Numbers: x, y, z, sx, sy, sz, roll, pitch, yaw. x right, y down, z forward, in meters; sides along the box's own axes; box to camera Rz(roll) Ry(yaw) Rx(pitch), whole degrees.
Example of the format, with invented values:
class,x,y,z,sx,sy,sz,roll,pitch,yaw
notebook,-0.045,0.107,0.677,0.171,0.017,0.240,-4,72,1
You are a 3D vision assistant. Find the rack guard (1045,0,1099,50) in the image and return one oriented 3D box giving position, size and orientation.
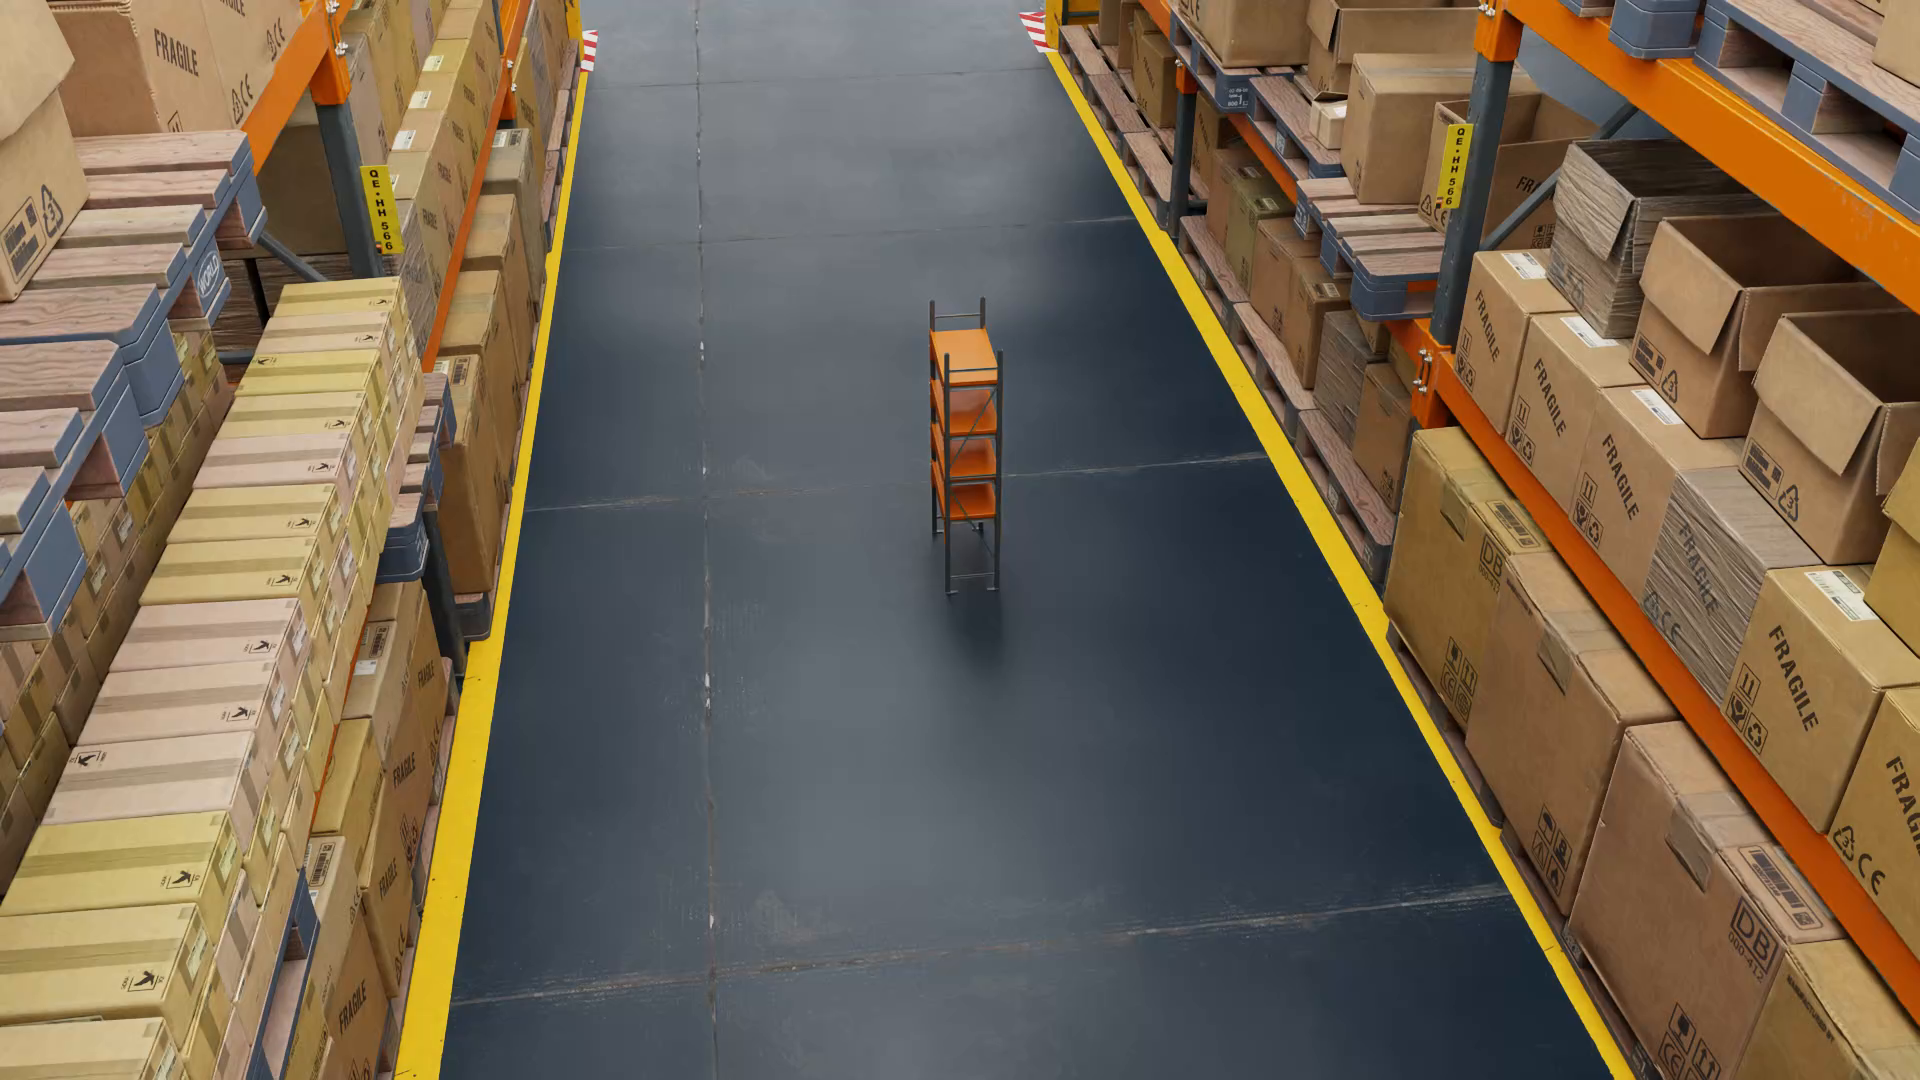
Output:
class,x,y,z,sx,sy,sz,roll,pitch,yaw
rack guard,1.302,-4.370,13.718,1.175,0.500,0.348,-4,35,-6

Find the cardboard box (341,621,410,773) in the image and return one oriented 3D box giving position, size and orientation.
class,x,y,z,sx,sy,sz,roll,pitch,yaw
cardboard box,-2.130,0.531,5.489,0.500,0.250,0.500,-4,34,-6

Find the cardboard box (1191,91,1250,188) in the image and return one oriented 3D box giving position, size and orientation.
class,x,y,z,sx,sy,sz,roll,pitch,yaw
cardboard box,1.816,-2.580,10.719,0.500,0.500,0.500,-5,35,-8

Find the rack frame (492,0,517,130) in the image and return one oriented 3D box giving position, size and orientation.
class,x,y,z,sx,sy,sz,roll,pitch,yaw
rack frame,-3.099,-2.894,9.333,1.000,3.000,0.127,-4,35,-6

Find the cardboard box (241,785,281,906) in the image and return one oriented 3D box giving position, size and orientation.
class,x,y,z,sx,sy,sz,roll,pitch,yaw
cardboard box,-1.727,0.689,3.661,0.380,0.149,0.250,-6,35,-8

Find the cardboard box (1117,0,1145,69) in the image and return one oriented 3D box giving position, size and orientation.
class,x,y,z,sx,sy,sz,roll,pitch,yaw
cardboard box,1.474,-3.905,12.664,0.500,0.500,0.500,4,35,6

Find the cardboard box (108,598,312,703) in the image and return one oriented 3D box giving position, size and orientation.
class,x,y,z,sx,sy,sz,roll,pitch,yaw
cardboard box,-1.795,0.279,3.999,0.380,0.149,0.250,-3,34,-5

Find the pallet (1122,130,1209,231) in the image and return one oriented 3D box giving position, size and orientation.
class,x,y,z,sx,sy,sz,roll,pitch,yaw
pallet,1.705,-2.433,11.133,1.003,0.211,1.213,-4,35,-6

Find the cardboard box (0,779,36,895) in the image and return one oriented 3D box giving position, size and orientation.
class,x,y,z,sx,sy,sz,roll,pitch,yaw
cardboard box,-2.416,0.715,3.887,0.380,0.149,0.250,-6,35,-8

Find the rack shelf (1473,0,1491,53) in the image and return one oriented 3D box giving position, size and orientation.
class,x,y,z,sx,sy,sz,roll,pitch,yaw
rack shelf,2.099,-3.039,7.522,1.077,0.370,4.000,-4,35,-6

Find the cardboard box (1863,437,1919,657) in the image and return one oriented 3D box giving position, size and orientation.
class,x,y,z,sx,sy,sz,roll,pitch,yaw
cardboard box,2.731,0.056,4.025,0.797,0.503,0.637,-4,34,-6

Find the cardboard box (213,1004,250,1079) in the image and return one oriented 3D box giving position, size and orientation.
class,x,y,z,sx,sy,sz,roll,pitch,yaw
cardboard box,-1.663,1.092,3.335,0.380,0.149,0.250,-4,34,-6

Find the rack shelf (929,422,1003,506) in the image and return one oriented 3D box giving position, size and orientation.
class,x,y,z,sx,sy,sz,roll,pitch,yaw
rack shelf,0.022,-0.348,7.314,0.258,0.148,0.480,-4,35,-6

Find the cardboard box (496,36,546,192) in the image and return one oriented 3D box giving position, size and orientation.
class,x,y,z,sx,sy,sz,roll,pitch,yaw
cardboard box,-3.114,-2.546,10.336,0.875,0.875,0.875,-4,34,-6

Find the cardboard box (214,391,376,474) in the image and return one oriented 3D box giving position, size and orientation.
class,x,y,z,sx,sy,sz,roll,pitch,yaw
cardboard box,-1.934,-0.303,4.853,0.380,0.149,0.250,-3,34,-5

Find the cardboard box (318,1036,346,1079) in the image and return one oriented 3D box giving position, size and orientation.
class,x,y,z,sx,sy,sz,roll,pitch,yaw
cardboard box,-1.932,1.702,4.435,0.500,0.500,0.500,-3,34,-4

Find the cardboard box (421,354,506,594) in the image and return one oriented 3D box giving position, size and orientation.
class,x,y,z,sx,sy,sz,roll,pitch,yaw
cardboard box,-2.553,-0.252,7.081,1.050,0.750,0.750,-5,35,-7

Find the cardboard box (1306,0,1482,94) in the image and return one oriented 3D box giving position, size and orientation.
class,x,y,z,sx,sy,sz,roll,pitch,yaw
cardboard box,2.155,-2.469,8.245,0.797,0.503,0.637,-1,34,-1

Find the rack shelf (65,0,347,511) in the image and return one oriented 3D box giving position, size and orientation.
class,x,y,z,sx,sy,sz,roll,pitch,yaw
rack shelf,-2.292,-0.488,3.778,1.077,0.370,4.000,-4,35,-6

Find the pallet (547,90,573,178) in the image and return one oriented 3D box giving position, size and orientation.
class,x,y,z,sx,sy,sz,roll,pitch,yaw
pallet,-3.291,-2.854,11.751,1.003,0.211,1.213,-4,35,-6

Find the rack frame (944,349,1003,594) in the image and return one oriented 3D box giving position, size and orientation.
class,x,y,z,sx,sy,sz,roll,pitch,yaw
rack frame,0.055,-0.267,7.077,0.240,1.200,0.015,-4,35,-6

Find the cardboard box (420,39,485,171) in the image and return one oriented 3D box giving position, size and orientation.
class,x,y,z,sx,sy,sz,roll,pitch,yaw
cardboard box,-2.628,-2.100,8.080,0.500,0.500,0.500,-4,34,-6

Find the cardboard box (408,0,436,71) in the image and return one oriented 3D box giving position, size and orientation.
class,x,y,z,sx,sy,sz,roll,pitch,yaw
cardboard box,-2.887,-2.503,7.782,0.700,0.500,0.500,-4,34,-6

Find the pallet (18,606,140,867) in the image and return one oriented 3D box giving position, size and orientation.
class,x,y,z,sx,sy,sz,roll,pitch,yaw
pallet,-2.254,0.519,4.495,1.003,0.211,1.213,-4,35,-6

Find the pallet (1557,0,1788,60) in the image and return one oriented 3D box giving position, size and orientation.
class,x,y,z,sx,sy,sz,roll,pitch,yaw
pallet,2.507,-1.787,5.213,1.213,0.211,1.003,-3,34,-4

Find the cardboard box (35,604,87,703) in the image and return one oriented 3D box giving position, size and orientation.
class,x,y,z,sx,sy,sz,roll,pitch,yaw
cardboard box,-2.480,0.299,4.233,0.380,0.149,0.250,-3,34,-5

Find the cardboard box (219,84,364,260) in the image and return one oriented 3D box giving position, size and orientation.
class,x,y,z,sx,sy,sz,roll,pitch,yaw
cardboard box,-2.611,-1.368,6.116,0.700,0.500,0.500,-5,35,-7

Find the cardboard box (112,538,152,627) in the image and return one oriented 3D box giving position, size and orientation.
class,x,y,z,sx,sy,sz,roll,pitch,yaw
cardboard box,-2.552,0.133,4.742,0.380,0.149,0.250,-3,34,-5

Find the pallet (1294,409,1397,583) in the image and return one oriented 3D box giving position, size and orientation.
class,x,y,z,sx,sy,sz,roll,pitch,yaw
pallet,2.264,-0.265,7.951,1.003,0.211,1.213,-4,35,-6

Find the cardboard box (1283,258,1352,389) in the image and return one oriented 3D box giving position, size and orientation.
class,x,y,z,sx,sy,sz,roll,pitch,yaw
cardboard box,2.088,-1.127,8.569,0.700,0.500,0.500,-2,34,-2

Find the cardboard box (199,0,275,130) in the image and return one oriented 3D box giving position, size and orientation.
class,x,y,z,sx,sy,sz,roll,pitch,yaw
cardboard box,-2.152,-1.365,4.337,0.500,0.500,0.500,-4,35,-6

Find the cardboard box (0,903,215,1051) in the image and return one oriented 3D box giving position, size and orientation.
class,x,y,z,sx,sy,sz,roll,pitch,yaw
cardboard box,-1.664,0.845,3.168,0.380,0.149,0.250,-3,34,-5

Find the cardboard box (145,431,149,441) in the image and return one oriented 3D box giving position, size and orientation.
class,x,y,z,sx,sy,sz,roll,pitch,yaw
cardboard box,-2.588,-0.270,4.804,0.380,0.149,0.250,-6,35,-8

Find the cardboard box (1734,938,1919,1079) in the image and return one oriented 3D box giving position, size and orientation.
class,x,y,z,sx,sy,sz,roll,pitch,yaw
cardboard box,2.800,1.600,4.253,1.225,0.875,0.875,-4,35,-6

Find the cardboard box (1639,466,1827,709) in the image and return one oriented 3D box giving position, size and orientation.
class,x,y,z,sx,sy,sz,roll,pitch,yaw
cardboard box,2.373,0.122,4.819,0.500,0.500,0.500,-4,35,-6

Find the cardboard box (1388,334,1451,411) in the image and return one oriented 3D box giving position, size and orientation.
class,x,y,z,sx,sy,sz,roll,pitch,yaw
cardboard box,2.248,-0.811,7.440,0.500,0.250,0.500,-3,34,-4

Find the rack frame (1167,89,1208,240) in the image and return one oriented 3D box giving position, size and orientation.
class,x,y,z,sx,sy,sz,roll,pitch,yaw
rack frame,1.830,-3.213,9.801,1.000,3.000,0.127,-4,35,-6

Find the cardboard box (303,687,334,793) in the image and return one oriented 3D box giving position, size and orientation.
class,x,y,z,sx,sy,sz,roll,pitch,yaw
cardboard box,-1.801,0.518,4.177,0.380,0.149,0.250,-5,35,-7

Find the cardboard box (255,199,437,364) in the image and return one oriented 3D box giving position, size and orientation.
class,x,y,z,sx,sy,sz,roll,pitch,yaw
cardboard box,-2.354,-0.974,6.427,0.500,0.500,0.500,-4,34,-6

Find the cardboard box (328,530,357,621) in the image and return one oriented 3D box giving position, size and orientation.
class,x,y,z,sx,sy,sz,roll,pitch,yaw
cardboard box,-1.867,0.106,4.516,0.380,0.149,0.250,-4,34,-5

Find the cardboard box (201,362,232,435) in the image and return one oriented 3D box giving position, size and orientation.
class,x,y,z,sx,sy,sz,roll,pitch,yaw
cardboard box,-2.701,-0.467,5.621,0.380,0.149,0.250,-5,35,-7

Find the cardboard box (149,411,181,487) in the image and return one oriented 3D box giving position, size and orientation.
class,x,y,z,sx,sy,sz,roll,pitch,yaw
cardboard box,-2.617,-0.270,5.068,0.380,0.149,0.250,-5,35,-8

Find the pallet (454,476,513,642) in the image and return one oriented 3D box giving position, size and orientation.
class,x,y,z,sx,sy,sz,roll,pitch,yaw
pallet,-2.592,0.045,7.497,1.003,0.211,1.213,-4,35,-6

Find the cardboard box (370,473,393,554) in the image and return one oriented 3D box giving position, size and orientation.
class,x,y,z,sx,sy,sz,roll,pitch,yaw
cardboard box,-1.942,-0.069,5.039,0.380,0.149,0.250,-5,35,-7

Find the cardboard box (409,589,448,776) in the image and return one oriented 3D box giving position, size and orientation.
class,x,y,z,sx,sy,sz,roll,pitch,yaw
cardboard box,-2.213,0.545,6.133,0.500,0.500,0.500,-5,35,-7

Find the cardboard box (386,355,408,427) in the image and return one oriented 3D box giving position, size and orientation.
class,x,y,z,sx,sy,sz,roll,pitch,yaw
cardboard box,-2.005,-0.464,5.354,0.380,0.149,0.250,-3,34,-5

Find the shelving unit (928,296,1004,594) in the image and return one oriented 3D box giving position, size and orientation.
class,x,y,z,sx,sy,sz,roll,pitch,yaw
shelving unit,0.022,-0.403,7.277,0.258,1.200,0.503,-4,35,-6

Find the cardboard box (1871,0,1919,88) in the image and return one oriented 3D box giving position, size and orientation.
class,x,y,z,sx,sy,sz,roll,pitch,yaw
cardboard box,2.664,-1.298,3.864,0.797,0.503,0.637,-5,35,-7

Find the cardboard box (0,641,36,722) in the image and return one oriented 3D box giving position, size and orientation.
class,x,y,z,sx,sy,sz,roll,pitch,yaw
cardboard box,-2.445,0.318,3.941,0.380,0.149,0.250,-6,35,-9
